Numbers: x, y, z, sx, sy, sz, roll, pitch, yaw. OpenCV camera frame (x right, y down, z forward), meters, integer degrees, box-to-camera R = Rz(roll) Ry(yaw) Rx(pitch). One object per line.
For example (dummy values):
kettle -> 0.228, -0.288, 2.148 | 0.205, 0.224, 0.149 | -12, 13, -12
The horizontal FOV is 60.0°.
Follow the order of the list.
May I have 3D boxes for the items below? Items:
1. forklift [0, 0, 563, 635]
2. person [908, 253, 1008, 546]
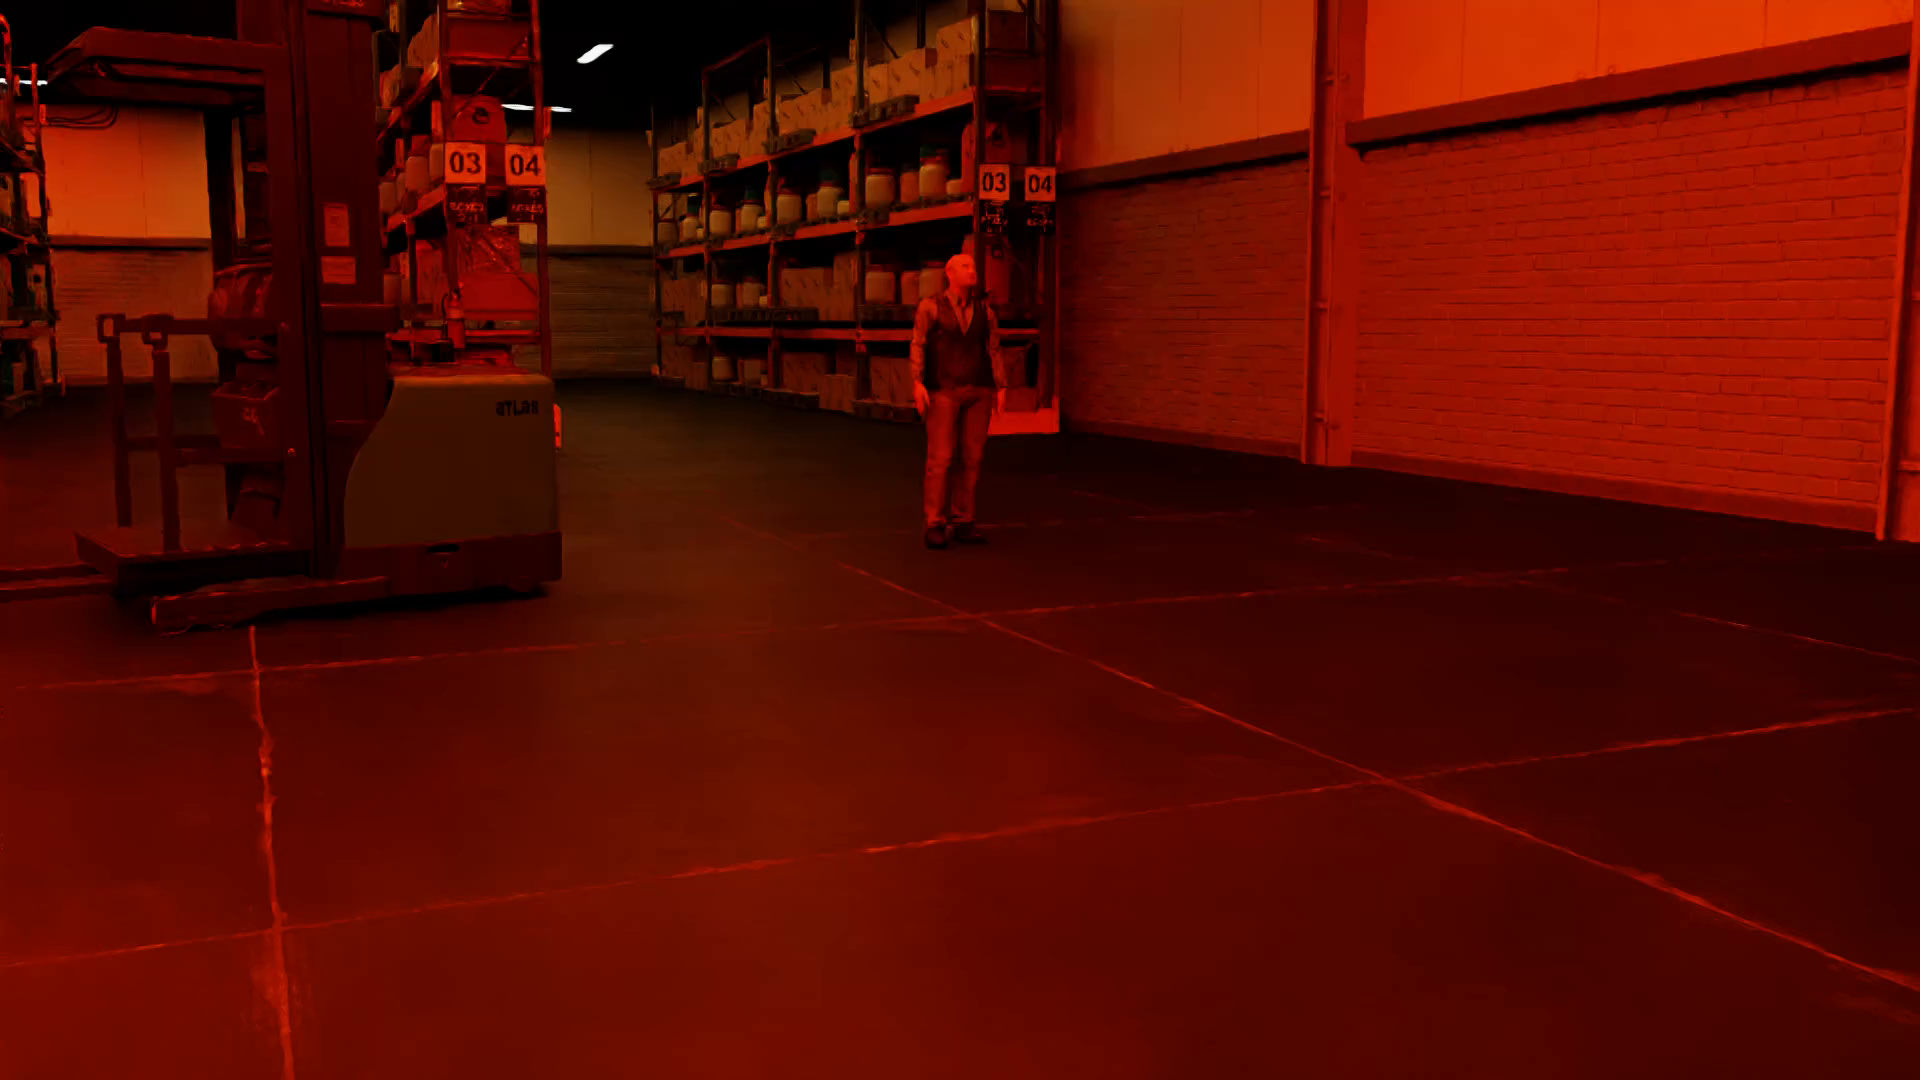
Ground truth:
forklift -> -3.440, -1.127, 7.488 | 3.031, 2.935, 1.130 | -6, 9, -37
person -> 0.017, -0.852, 9.980 | 0.632, 1.720, 0.567 | -3, 8, -23
